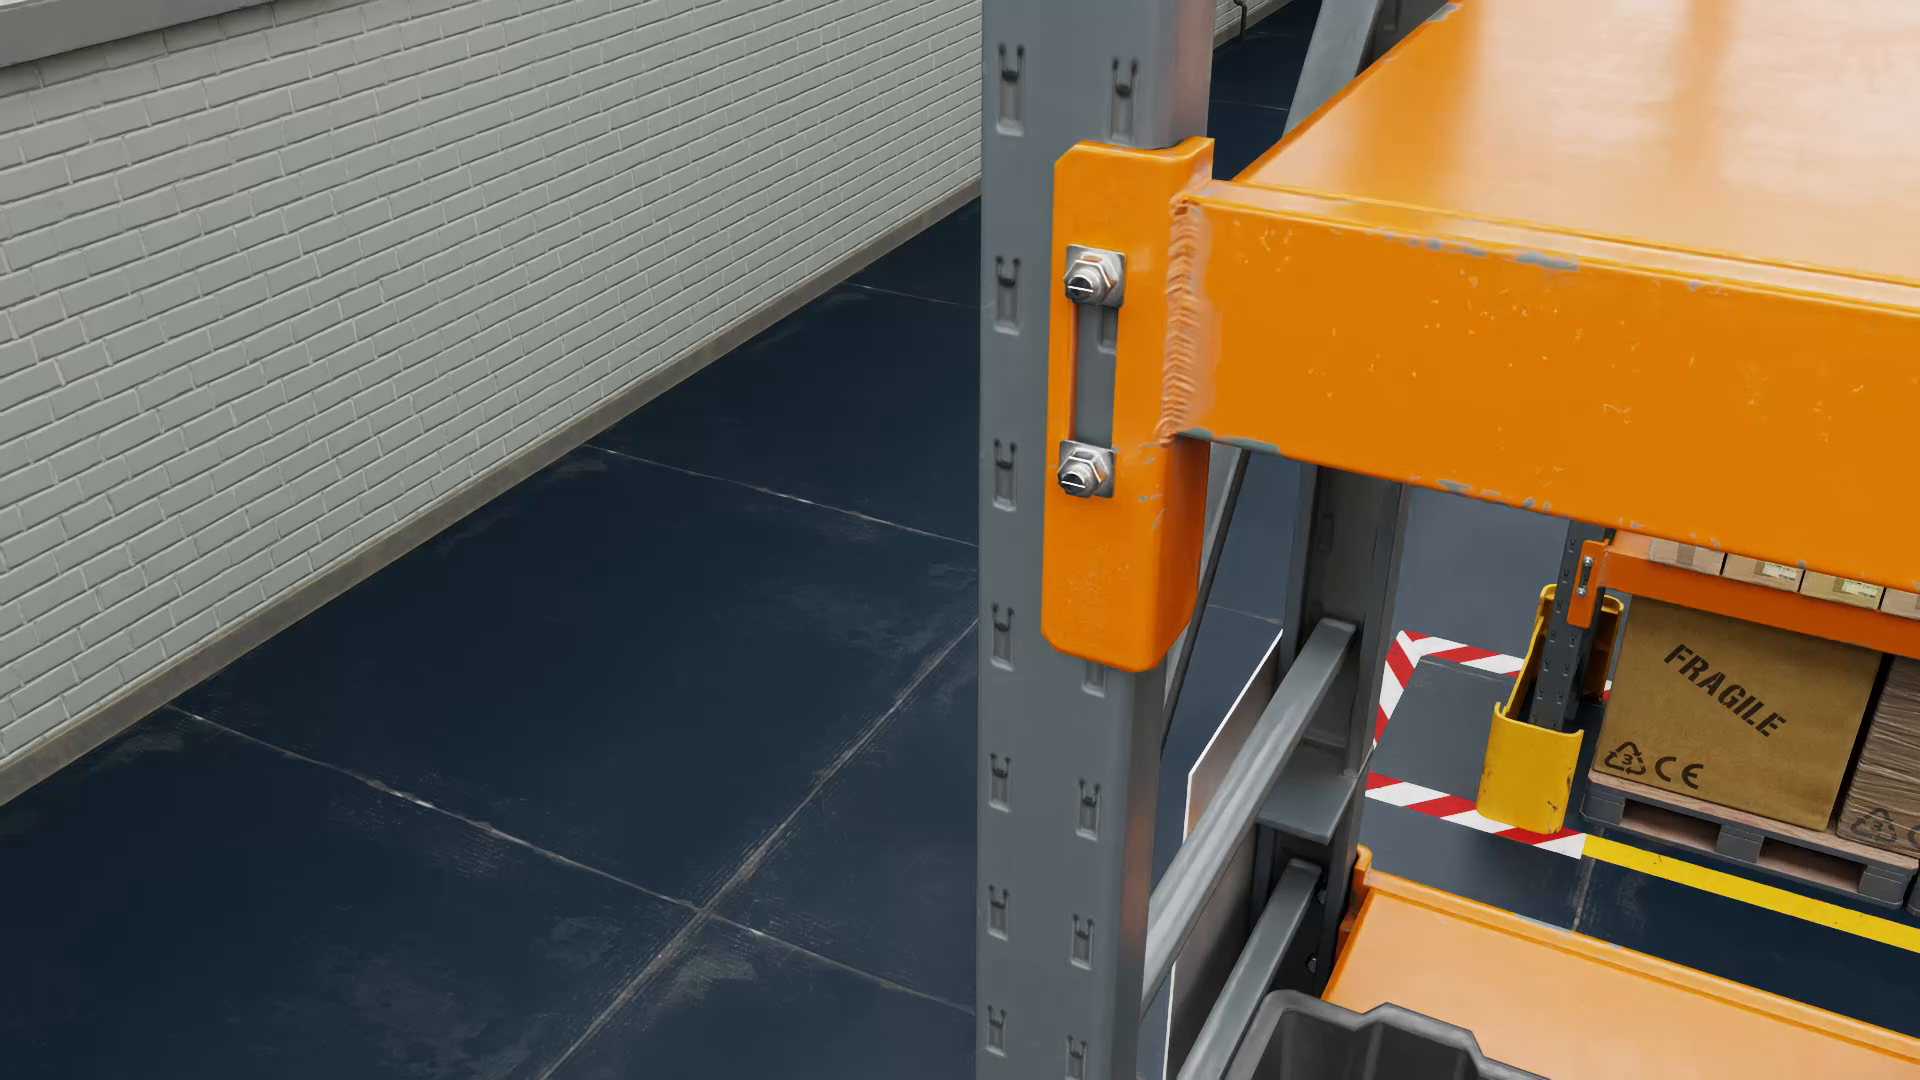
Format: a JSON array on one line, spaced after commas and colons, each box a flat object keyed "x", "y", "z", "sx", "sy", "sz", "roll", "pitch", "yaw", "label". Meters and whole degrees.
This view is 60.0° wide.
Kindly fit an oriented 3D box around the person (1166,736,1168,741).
[{"x": 0.464, "y": 0.602, "z": 6.063, "sx": 0.615, "sy": 1.778, "sz": 0.453, "roll": 12, "pitch": 32, "yaw": 20, "label": "person"}]
